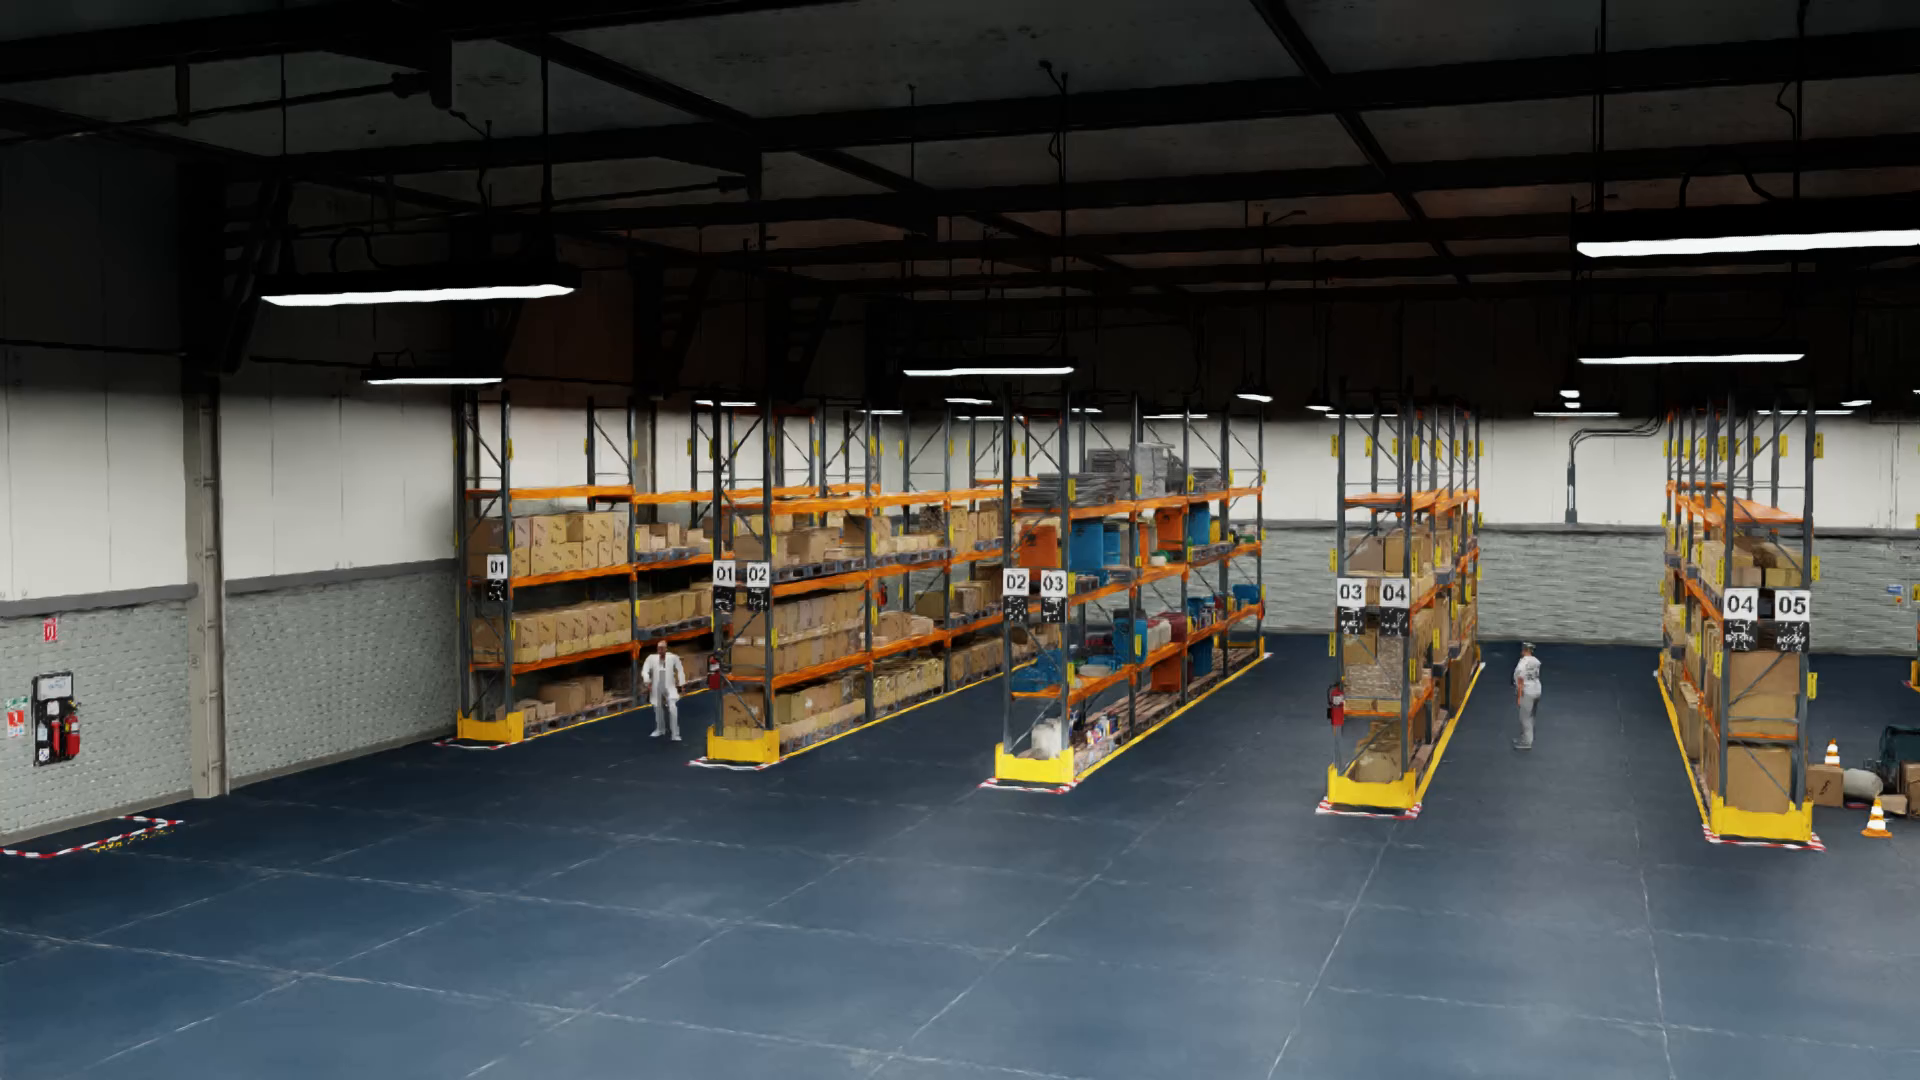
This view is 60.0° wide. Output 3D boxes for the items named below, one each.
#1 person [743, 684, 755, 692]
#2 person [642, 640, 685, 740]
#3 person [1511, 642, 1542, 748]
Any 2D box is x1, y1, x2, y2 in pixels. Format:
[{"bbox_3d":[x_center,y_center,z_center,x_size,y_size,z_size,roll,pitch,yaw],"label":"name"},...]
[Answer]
[{"bbox_3d":[-3.997,2.347,32.244,0.463,1.732,0.601,0,3,-9],"label":"person"},{"bbox_3d":[-5.075,2.561,28.567,0.737,1.714,0.889,0,3,3],"label":"person"},{"bbox_3d":[9.439,2.583,27.818,0.588,1.758,0.501,-3,4,-39],"label":"person"}]
